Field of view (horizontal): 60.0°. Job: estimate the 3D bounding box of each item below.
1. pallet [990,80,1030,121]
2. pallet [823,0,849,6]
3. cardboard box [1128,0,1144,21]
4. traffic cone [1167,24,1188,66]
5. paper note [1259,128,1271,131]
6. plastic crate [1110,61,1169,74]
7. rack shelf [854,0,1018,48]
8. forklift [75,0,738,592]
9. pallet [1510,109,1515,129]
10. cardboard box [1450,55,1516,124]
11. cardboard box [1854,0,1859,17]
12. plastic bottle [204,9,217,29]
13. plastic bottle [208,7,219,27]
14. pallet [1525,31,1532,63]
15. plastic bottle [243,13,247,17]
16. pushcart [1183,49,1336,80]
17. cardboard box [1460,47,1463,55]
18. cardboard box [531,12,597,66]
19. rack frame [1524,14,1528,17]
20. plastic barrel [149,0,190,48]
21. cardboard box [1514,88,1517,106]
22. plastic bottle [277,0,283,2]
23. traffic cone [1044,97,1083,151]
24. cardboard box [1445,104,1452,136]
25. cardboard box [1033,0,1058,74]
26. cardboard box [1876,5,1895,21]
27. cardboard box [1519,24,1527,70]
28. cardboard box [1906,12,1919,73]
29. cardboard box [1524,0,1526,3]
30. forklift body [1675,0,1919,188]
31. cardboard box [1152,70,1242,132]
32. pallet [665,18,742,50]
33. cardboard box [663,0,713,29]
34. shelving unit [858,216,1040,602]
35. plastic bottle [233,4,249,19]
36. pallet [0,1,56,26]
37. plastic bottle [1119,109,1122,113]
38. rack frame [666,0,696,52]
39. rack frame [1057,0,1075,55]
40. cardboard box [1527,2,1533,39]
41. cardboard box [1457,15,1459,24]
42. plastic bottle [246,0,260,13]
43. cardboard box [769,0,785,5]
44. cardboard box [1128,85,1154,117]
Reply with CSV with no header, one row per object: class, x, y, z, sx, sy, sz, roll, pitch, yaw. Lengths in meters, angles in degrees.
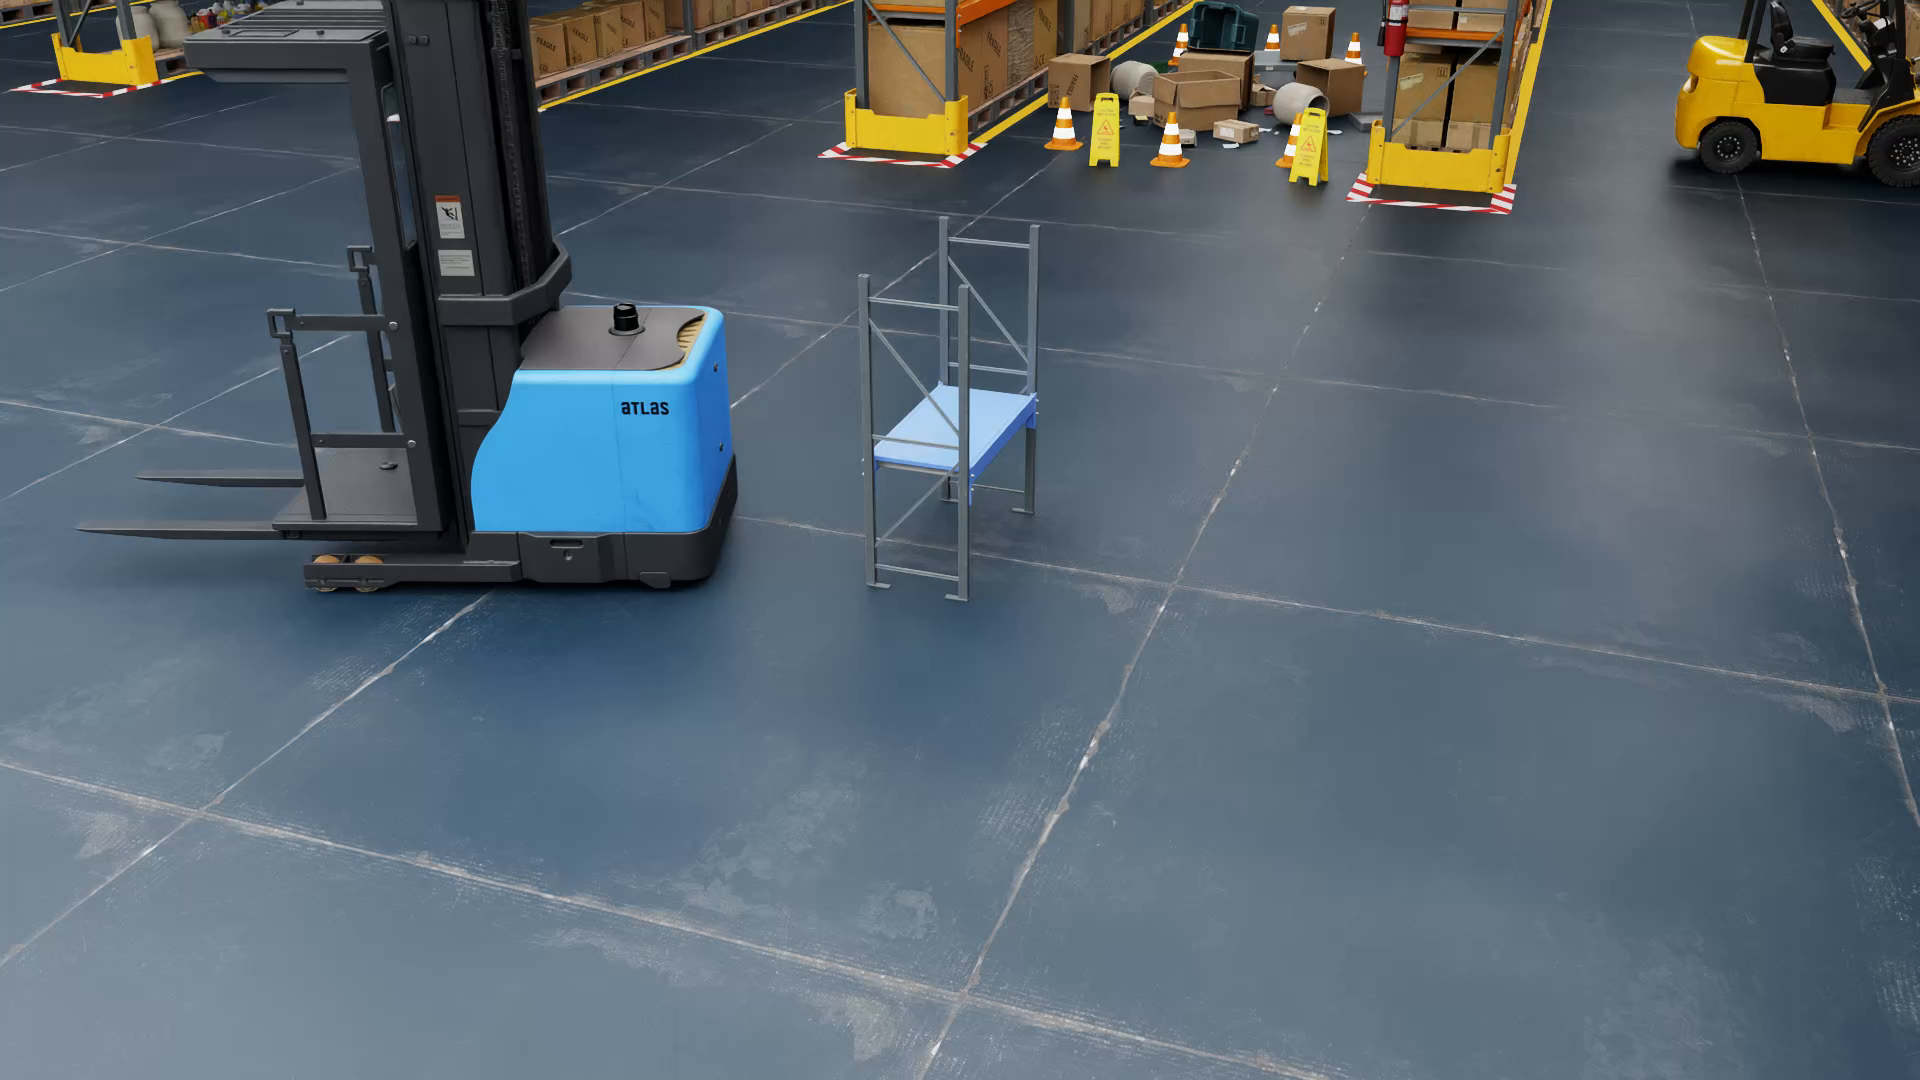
pallet,0.092,-4.746,17.809,1.003,0.211,1.213,9,27,17
pallet,-2.156,-8.267,25.083,1.003,0.211,1.213,9,27,17
cardboard box,1.867,-7.388,22.166,1.050,0.750,0.750,8,27,17
traffic cone,2.694,-5.995,20.101,0.336,0.463,0.334,9,27,17
paper note,3.055,-4.148,16.795,0.148,0.019,0.142,20,32,35
plastic crate,2.001,-5.304,18.923,0.662,0.188,0.450,-20,23,-36
rack shelf,0.158,-5.659,17.322,1.077,0.370,4.000,9,27,17
forklift,-2.664,-1.306,7.585,3.031,2.935,1.130,0,26,1
pallet,4.930,-4.089,16.454,1.003,0.211,1.213,9,27,17
cardboard box,4.730,-4.075,15.037,0.500,0.500,0.500,8,27,16
cardboard box,12.158,-7.171,22.005,0.500,0.500,0.500,8,27,16
plastic bottle,-9.414,-6.518,20.883,0.061,0.283,0.133,9,27,17
plastic bottle,-9.469,-6.587,21.033,0.152,0.276,0.135,8,27,16
pallet,6.594,-6.196,20.805,1.003,0.211,1.213,9,27,17
plastic bottle,-8.832,-6.406,20.650,0.061,0.283,0.133,9,27,18
pushcart,3.358,-5.258,18.677,1.648,0.377,0.936,0,26,-1
cardboard box,4.559,-4.562,16.043,0.500,0.500,0.500,8,27,16
cardboard box,-4.535,-5.745,19.060,0.500,0.500,0.500,11,28,22
rack frame,5.525,-6.129,17.466,1.000,3.000,0.127,9,27,17
plastic barrel,-9.508,-6.197,19.980,0.421,0.512,0.421,0,26,0
cardboard box,5.240,-4.369,16.506,0.500,0.250,0.500,9,27,18
plastic bottle,-8.992,-7.040,21.960,0.061,0.283,0.133,9,27,17
traffic cone,1.008,-4.032,16.046,0.336,0.463,0.334,9,27,17
cardboard box,4.389,-4.019,15.782,0.500,0.250,0.500,9,27,18
cardboard box,0.548,-5.789,18.721,0.875,0.875,0.875,9,27,18
cardboard box,11.476,-6.323,20.254,0.500,0.500,0.500,10,27,19
cardboard box,5.413,-4.926,16.795,0.500,0.500,0.500,9,27,18
cardboard box,10.884,-5.374,18.149,0.875,0.625,0.625,8,27,15
cardboard box,4.782,-5.031,14.744,0.500,0.500,0.500,10,27,19
forklift body,7.786,-4.428,14.928,2.313,2.155,1.214,9,27,17
cardboard box,2.391,-4.450,16.864,0.797,0.503,0.637,-9,27,-18
pallet,-3.563,-6.631,21.703,1.003,0.211,1.213,9,27,17
cardboard box,-3.596,-6.888,21.397,0.700,0.500,0.500,7,27,13
shelving unit,-0.028,-0.640,7.851,0.538,1.500,1.048,9,27,17
plastic bottle,-9.207,-6.721,21.310,0.152,0.276,0.135,9,27,17
pallet,-13.465,-7.428,23.349,1.003,0.211,1.213,9,27,17
plastic bottle,1.566,-4.536,17.548,0.283,0.061,0.133,0,26,-1
rack frame,-3.820,-7.566,20.434,1.000,3.000,0.127,9,27,17
rack frame,0.823,-6.805,18.862,1.000,3.000,0.127,9,27,17
cardboard box,6.658,-6.548,20.865,0.950,0.372,0.625,7,27,14
cardboard box,4.572,-4.587,14.570,0.380,0.149,0.250,9,27,18
plastic bottle,-9.214,-6.941,21.678,0.144,0.351,0.185,8,27,15
cardboard box,-2.866,-7.774,23.228,0.700,0.500,0.500,6,27,13
cardboard box,1.988,-4.601,17.448,0.396,0.266,0.258,14,29,26
